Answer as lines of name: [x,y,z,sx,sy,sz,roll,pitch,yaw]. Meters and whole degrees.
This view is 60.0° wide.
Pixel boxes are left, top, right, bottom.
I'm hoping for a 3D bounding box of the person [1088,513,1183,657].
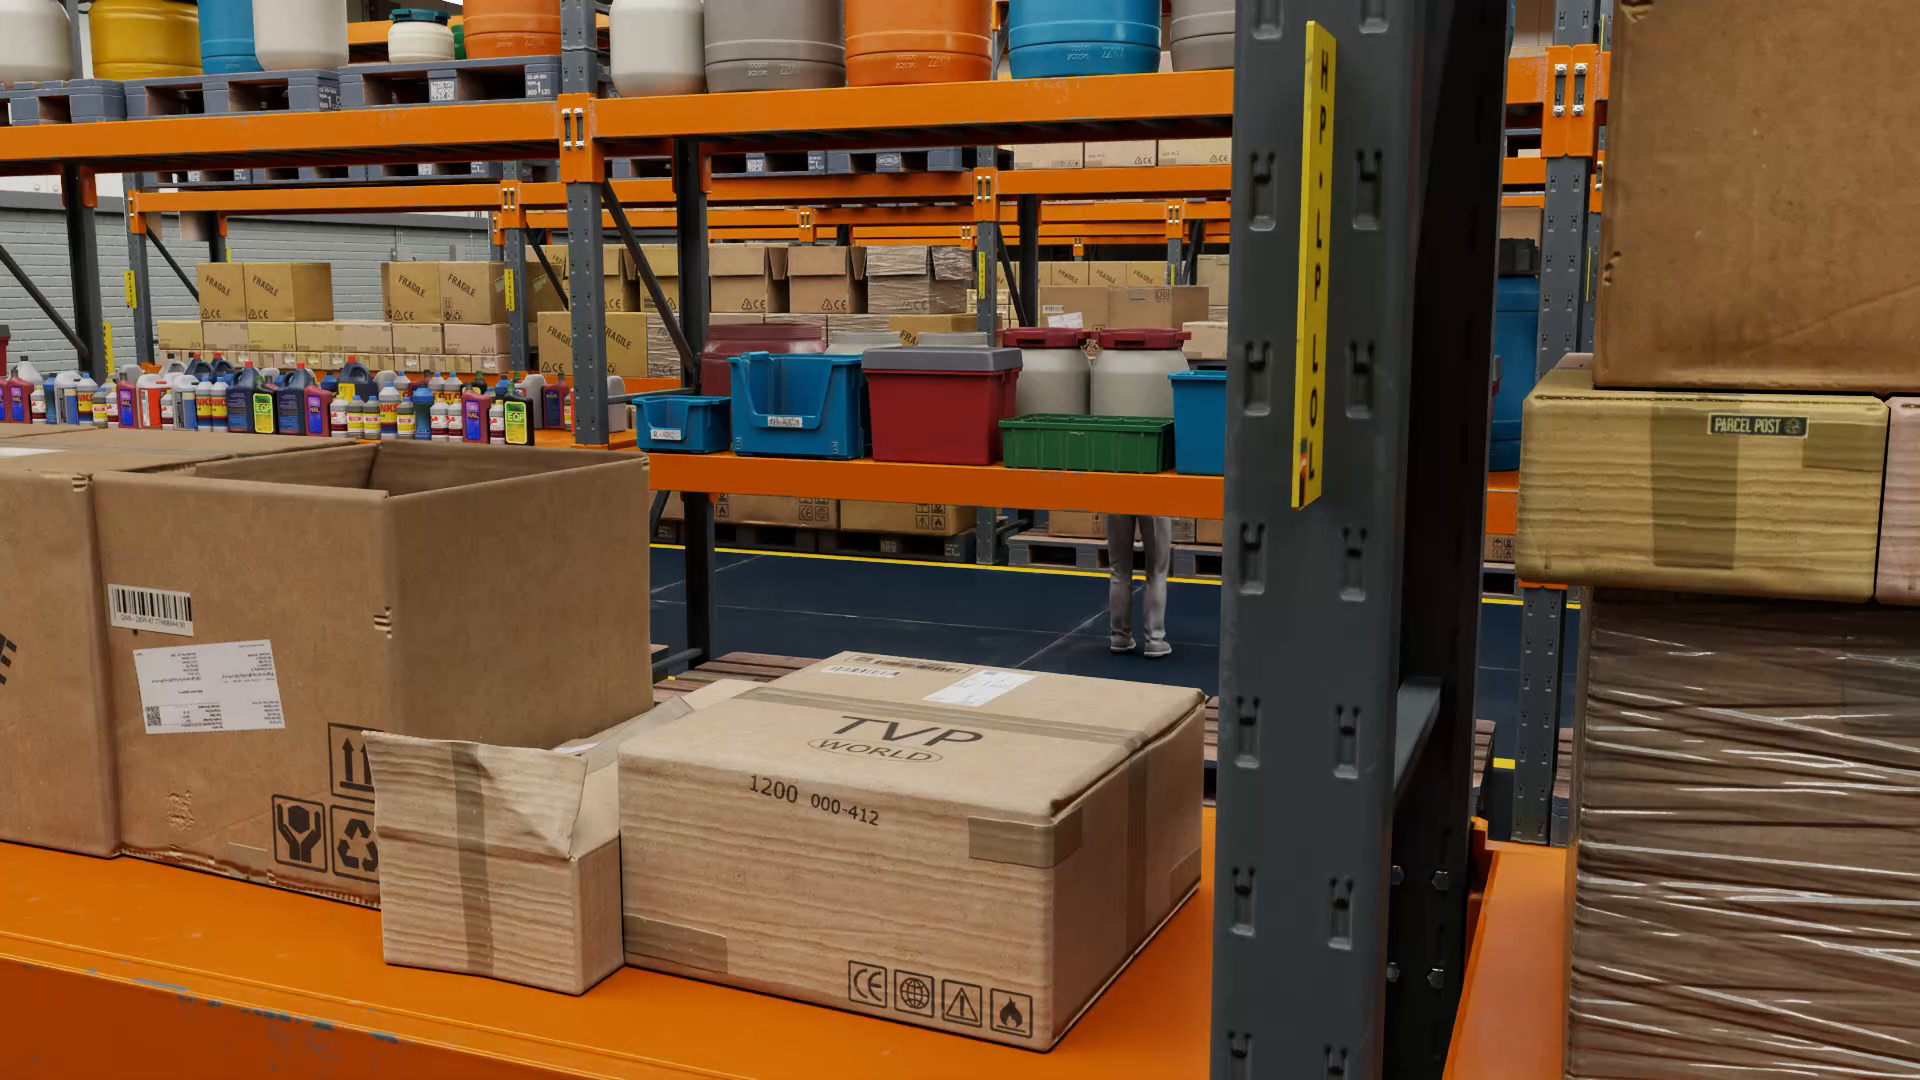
person: [0.955,-0.198,9.115,0.545,1.666,0.406,3,9,19]
